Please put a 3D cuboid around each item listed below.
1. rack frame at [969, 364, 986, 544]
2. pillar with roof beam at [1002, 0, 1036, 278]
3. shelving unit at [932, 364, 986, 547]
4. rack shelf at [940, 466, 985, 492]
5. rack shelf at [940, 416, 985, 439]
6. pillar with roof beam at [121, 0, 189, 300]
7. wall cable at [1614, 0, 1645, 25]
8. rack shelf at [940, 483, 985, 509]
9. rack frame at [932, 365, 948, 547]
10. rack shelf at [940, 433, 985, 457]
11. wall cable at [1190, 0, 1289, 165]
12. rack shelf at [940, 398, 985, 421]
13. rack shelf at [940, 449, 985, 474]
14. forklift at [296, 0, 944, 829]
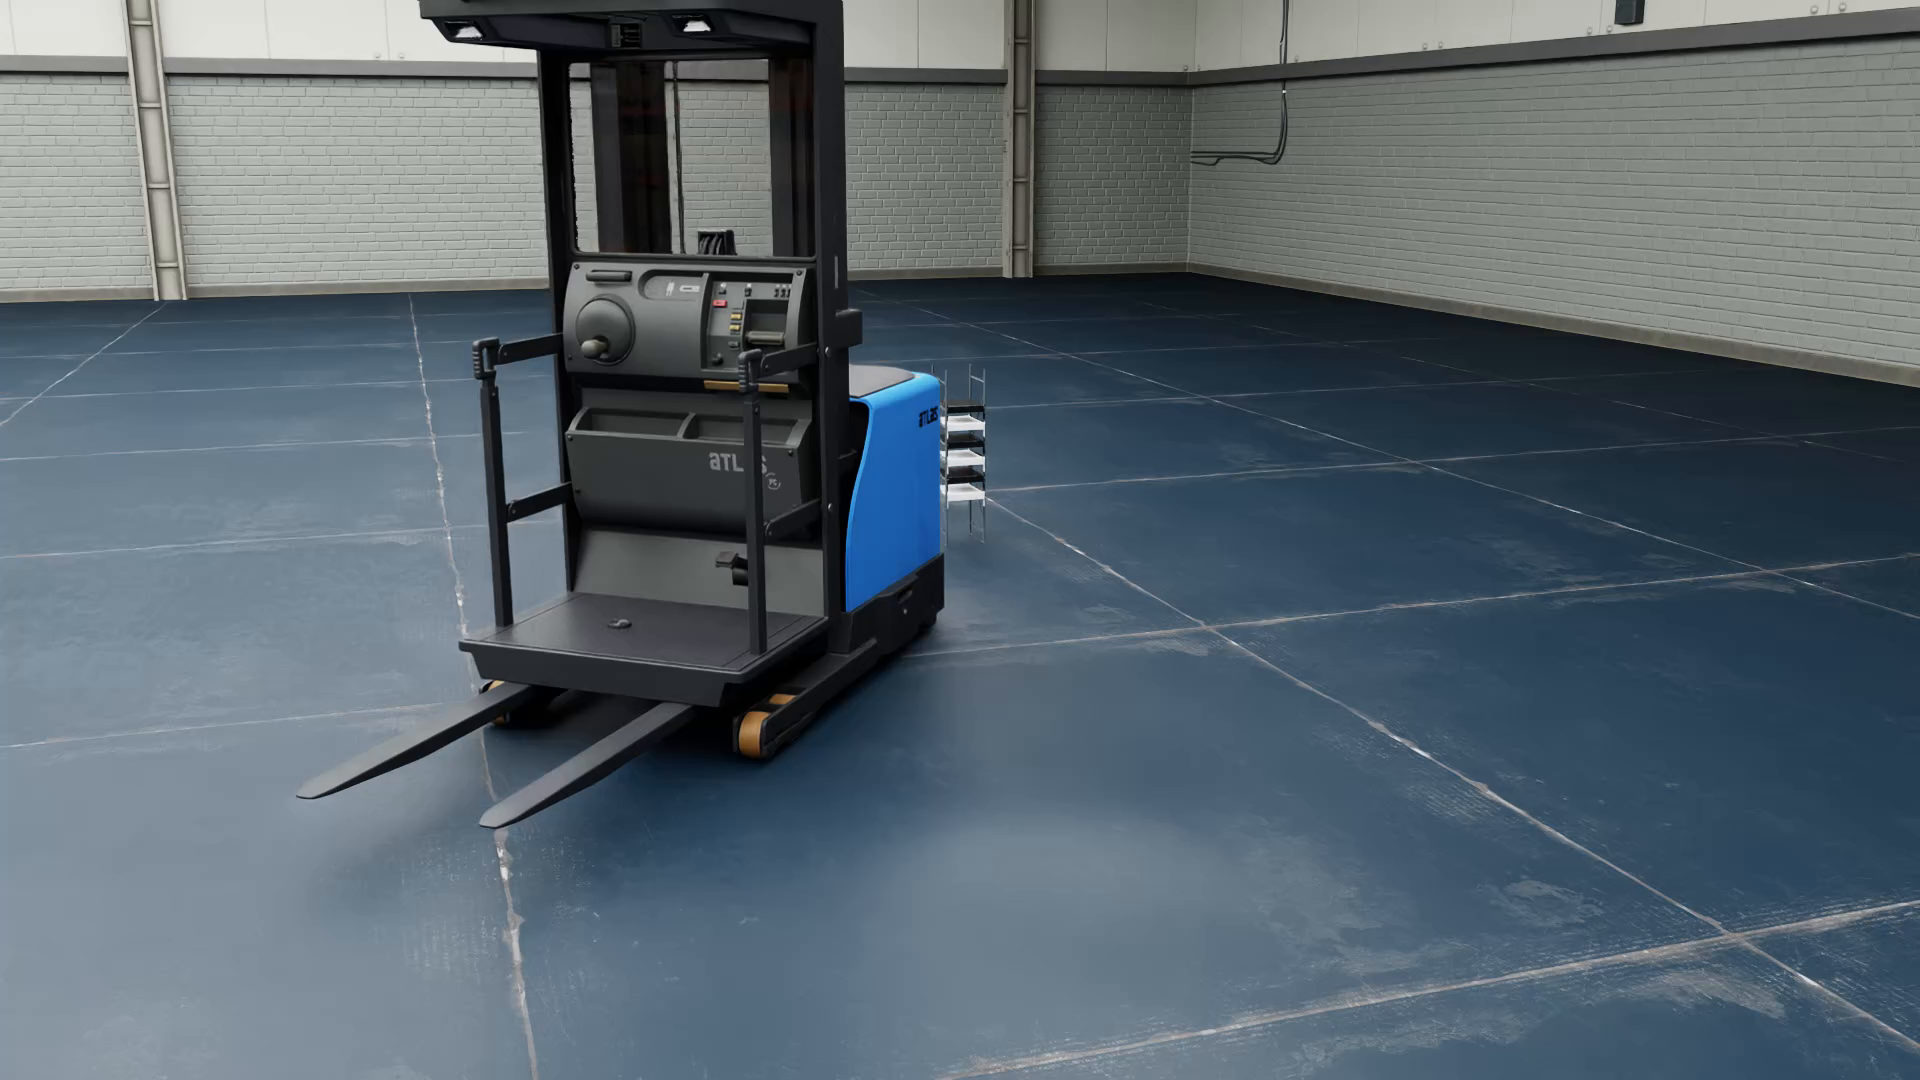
[{"bbox_3d":[0.089,-0.445,8.568,0.006,0.900,0.240,-4,14,-18],"label":"rack frame"},{"bbox_3d":[2.267,-7.523,20.826,0.400,9.000,9.100,-4,14,-18],"label":"pillar with roof beam"},{"bbox_3d":[-0.008,-0.437,8.536,0.210,0.900,0.258,-4,14,-18],"label":"shelving unit"},{"bbox_3d":[-0.008,-0.317,8.565,0.200,0.077,0.258,-4,14,-18],"label":"rack shelf"},{"bbox_3d":[-0.008,-0.580,8.502,0.200,0.077,0.258,-4,14,-18],"label":"rack shelf"},{"bbox_3d":[-9.106,-6.638,17.102,0.400,9.000,9.100,-4,14,-18],"label":"pillar with roof beam"},{"bbox_3d":[7.121,-7.966,15.338,0.169,6.003,2.305,-4,14,-18],"label":"wall cable"},{"bbox_3d":[-0.008,-0.230,8.586,0.200,0.077,0.258,-4,14,-18],"label":"rack shelf"},{"bbox_3d":[-0.104,-0.430,8.505,0.006,0.900,0.240,-4,14,-18],"label":"rack frame"},{"bbox_3d":[-0.008,-0.492,8.523,0.200,0.077,0.258,-4,14,-18],"label":"rack shelf"},{"bbox_3d":[4.108,-6.884,24.849,0.112,2.526,3.097,-4,14,-18],"label":"wall cable"},{"bbox_3d":[-0.008,-0.667,8.481,0.200,0.077,0.258,-4,14,-18],"label":"rack shelf"},{"bbox_3d":[-0.008,-0.405,8.544,0.200,0.077,0.258,-4,14,-18],"label":"rack shelf"},{"bbox_3d":[-1.043,-0.796,5.657,1.130,2.935,3.031,5,14,19],"label":"forklift"}]
